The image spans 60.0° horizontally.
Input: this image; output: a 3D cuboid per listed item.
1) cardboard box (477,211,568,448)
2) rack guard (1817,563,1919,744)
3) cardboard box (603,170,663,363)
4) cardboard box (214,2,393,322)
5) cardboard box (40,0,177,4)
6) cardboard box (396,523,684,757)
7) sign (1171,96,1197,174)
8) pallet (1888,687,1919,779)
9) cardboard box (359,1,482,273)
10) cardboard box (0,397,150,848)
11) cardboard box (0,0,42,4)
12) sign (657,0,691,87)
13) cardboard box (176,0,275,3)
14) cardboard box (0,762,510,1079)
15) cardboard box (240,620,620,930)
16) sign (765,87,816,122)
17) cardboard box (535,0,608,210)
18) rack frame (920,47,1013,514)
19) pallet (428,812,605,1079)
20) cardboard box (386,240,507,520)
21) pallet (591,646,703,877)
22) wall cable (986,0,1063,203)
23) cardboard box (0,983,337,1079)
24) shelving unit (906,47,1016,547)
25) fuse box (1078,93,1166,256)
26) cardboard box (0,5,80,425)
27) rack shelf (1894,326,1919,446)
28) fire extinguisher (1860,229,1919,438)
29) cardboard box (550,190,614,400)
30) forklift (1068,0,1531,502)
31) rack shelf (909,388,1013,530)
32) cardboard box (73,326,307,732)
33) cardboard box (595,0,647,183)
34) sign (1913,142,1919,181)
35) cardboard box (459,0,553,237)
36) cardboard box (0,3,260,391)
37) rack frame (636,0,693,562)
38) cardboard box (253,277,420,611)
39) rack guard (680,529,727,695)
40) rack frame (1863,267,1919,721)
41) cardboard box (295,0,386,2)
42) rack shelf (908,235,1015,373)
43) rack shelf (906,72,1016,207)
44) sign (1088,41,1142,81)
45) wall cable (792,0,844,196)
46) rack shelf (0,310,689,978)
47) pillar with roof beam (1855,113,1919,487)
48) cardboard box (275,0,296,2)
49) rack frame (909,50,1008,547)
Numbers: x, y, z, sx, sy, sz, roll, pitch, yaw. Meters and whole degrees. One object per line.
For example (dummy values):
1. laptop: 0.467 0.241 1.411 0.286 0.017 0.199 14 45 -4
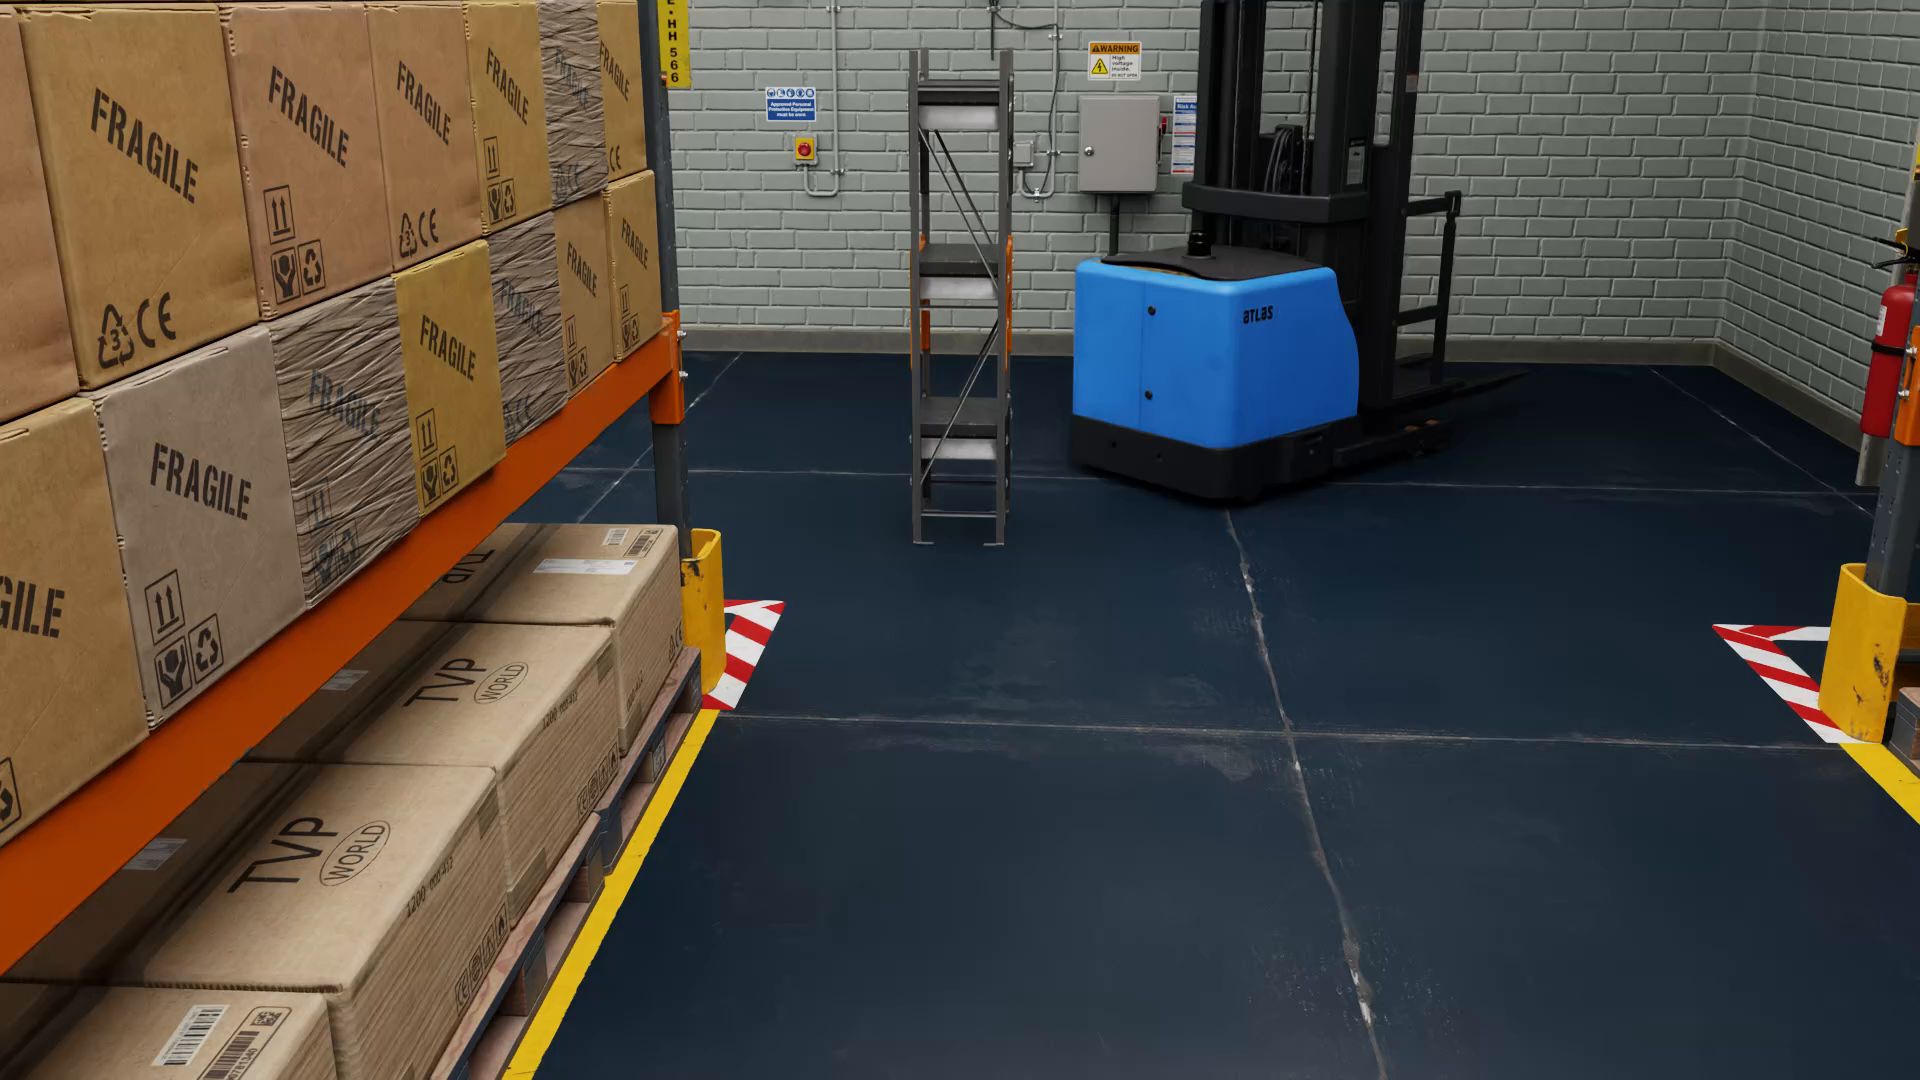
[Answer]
1. cardboard box: -1.288 -0.516 4.021 0.500 0.500 0.500 2 18 6
2. rack guard: 3.506 0.381 5.457 1.175 0.500 0.348 1 18 4
3. cardboard box: -1.210 -0.832 4.984 0.500 0.500 0.500 1 18 4
4. cardboard box: -1.360 -0.678 2.910 0.500 0.500 0.500 2 18 5
5. cardboard box: -1.387 -0.857 2.413 0.380 0.149 0.250 1 18 4
6. cardboard box: -1.387 0.285 5.176 0.875 0.438 0.875 1 18 2
7. sign: 1.534 -2.608 10.717 0.329 0.494 0.001 1 18 4
8. pallet: 3.450 0.766 4.746 1.003 0.211 1.213 1 18 4
9. cardboard box: -1.321 -0.835 3.388 0.500 0.500 0.500 1 18 4
10. cardboard box: -1.431 0.115 2.094 0.500 0.500 0.500 2 18 6
11. cardboard box: -1.466 -0.781 2.182 0.380 0.149 0.250 1 18 3
12. sign: -0.899 -1.586 5.207 0.100 0.325 0.005 1 18 4
13. cardboard box: -1.339 -0.939 2.663 0.380 0.149 0.250 1 18 2
14. cardboard box: -1.511 0.850 3.453 0.875 0.438 0.875 1 18 2
15. cardboard box: -1.444 0.570 4.308 0.875 0.438 0.875 2 18 5
16. sign: -1.102 -2.840 10.840 0.327 0.218 0.001 1 18 4
17. cardboard box: -1.245 -1.145 4.333 0.500 0.500 0.500 1 18 4
18. rack frame: 0.029 -1.125 7.484 0.400 2.100 0.015 1 18 4
19. pallet: -1.509 1.013 3.992 1.003 0.211 1.213 1 18 4
20. cardboard box: -1.312 -0.356 3.530 0.500 0.500 0.500 2 18 6
21. pallet: -1.419 0.635 5.145 1.003 0.211 1.213 1 18 4
22. wall cable: 0.357 -3.147 10.577 0.588 1.984 0.122 1 18 4
23. cardboard box: -1.574 1.128 2.604 0.875 0.438 0.875 1 18 3
24. shelving unit: 0.012 -1.049 7.253 0.431 2.100 0.503 1 18 4
25. fuse box: 1.026 -1.987 10.740 0.539 1.711 0.414 1 18 4
26. cardboard box: -1.450 -0.363 1.947 0.500 0.500 0.500 1 18 4
27. rack shelf: 3.368 0.133 3.356 1.077 0.370 4.000 1 18 4
28. fire extinguisher: 3.061 -0.672 5.381 0.296 0.674 0.183 1 18 4
29. cardboard box: -1.261 -0.676 4.509 0.500 0.500 0.500 1 18 3
30. forklift: 1.989 -1.937 8.626 3.031 2.935 1.130 -15 24 -39
31. rack shelf: 0.012 -0.371 7.475 0.431 0.518 0.480 1 18 4
32. cardboard box: -1.391 -0.041 2.571 0.500 0.500 0.500 1 18 4
33. cardboard box: -1.237 -1.308 4.830 0.500 0.500 0.500 2 18 6
34. sign: 2.970 -1.254 5.042 0.100 0.325 0.005 1 18 4
35. cardboard box: -1.283 -0.991 3.864 0.500 0.500 0.500 1 18 4
36. cardboard box: -1.408 -0.520 2.425 0.500 0.500 0.500 1 18 3
37. rack frame: -1.439 -0.940 5.474 1.000 3.000 0.127 1 18 4
38. cardboard box: -1.349 -0.196 3.042 0.500 0.500 0.500 1 18 4
39. rack guard: -1.438 0.240 5.886 1.175 0.500 0.348 1 18 4
40. rack frame: 3.512 -0.830 5.140 1.000 3.000 0.127 1 18 4
41. cardboard box: -1.317 -1.093 3.135 0.380 0.149 0.250 1 18 4
42. rack shelf: 0.012 -1.036 7.257 0.431 0.518 0.480 1 18 4
43. rack shelf: 0.012 -1.701 7.039 0.431 0.518 0.480 1 18 4
44. sign: 0.986 -3.058 10.611 0.339 0.242 0.001 1 18 4
45. wall cable: -1.059 -3.189 10.658 0.585 1.953 0.123 1 18 4
46. rack shelf: -1.583 0.023 3.691 1.077 0.370 4.000 1 18 4
47. pillar with roof beam: 0.310 -4.595 6.993 9.100 9.000 0.400 1 18 4
48. cardboard box: -1.403 -1.019 2.906 0.380 0.149 0.250 1 18 4
49. rack frame: -0.006 -0.973 7.022 0.400 2.100 0.015 1 18 4
